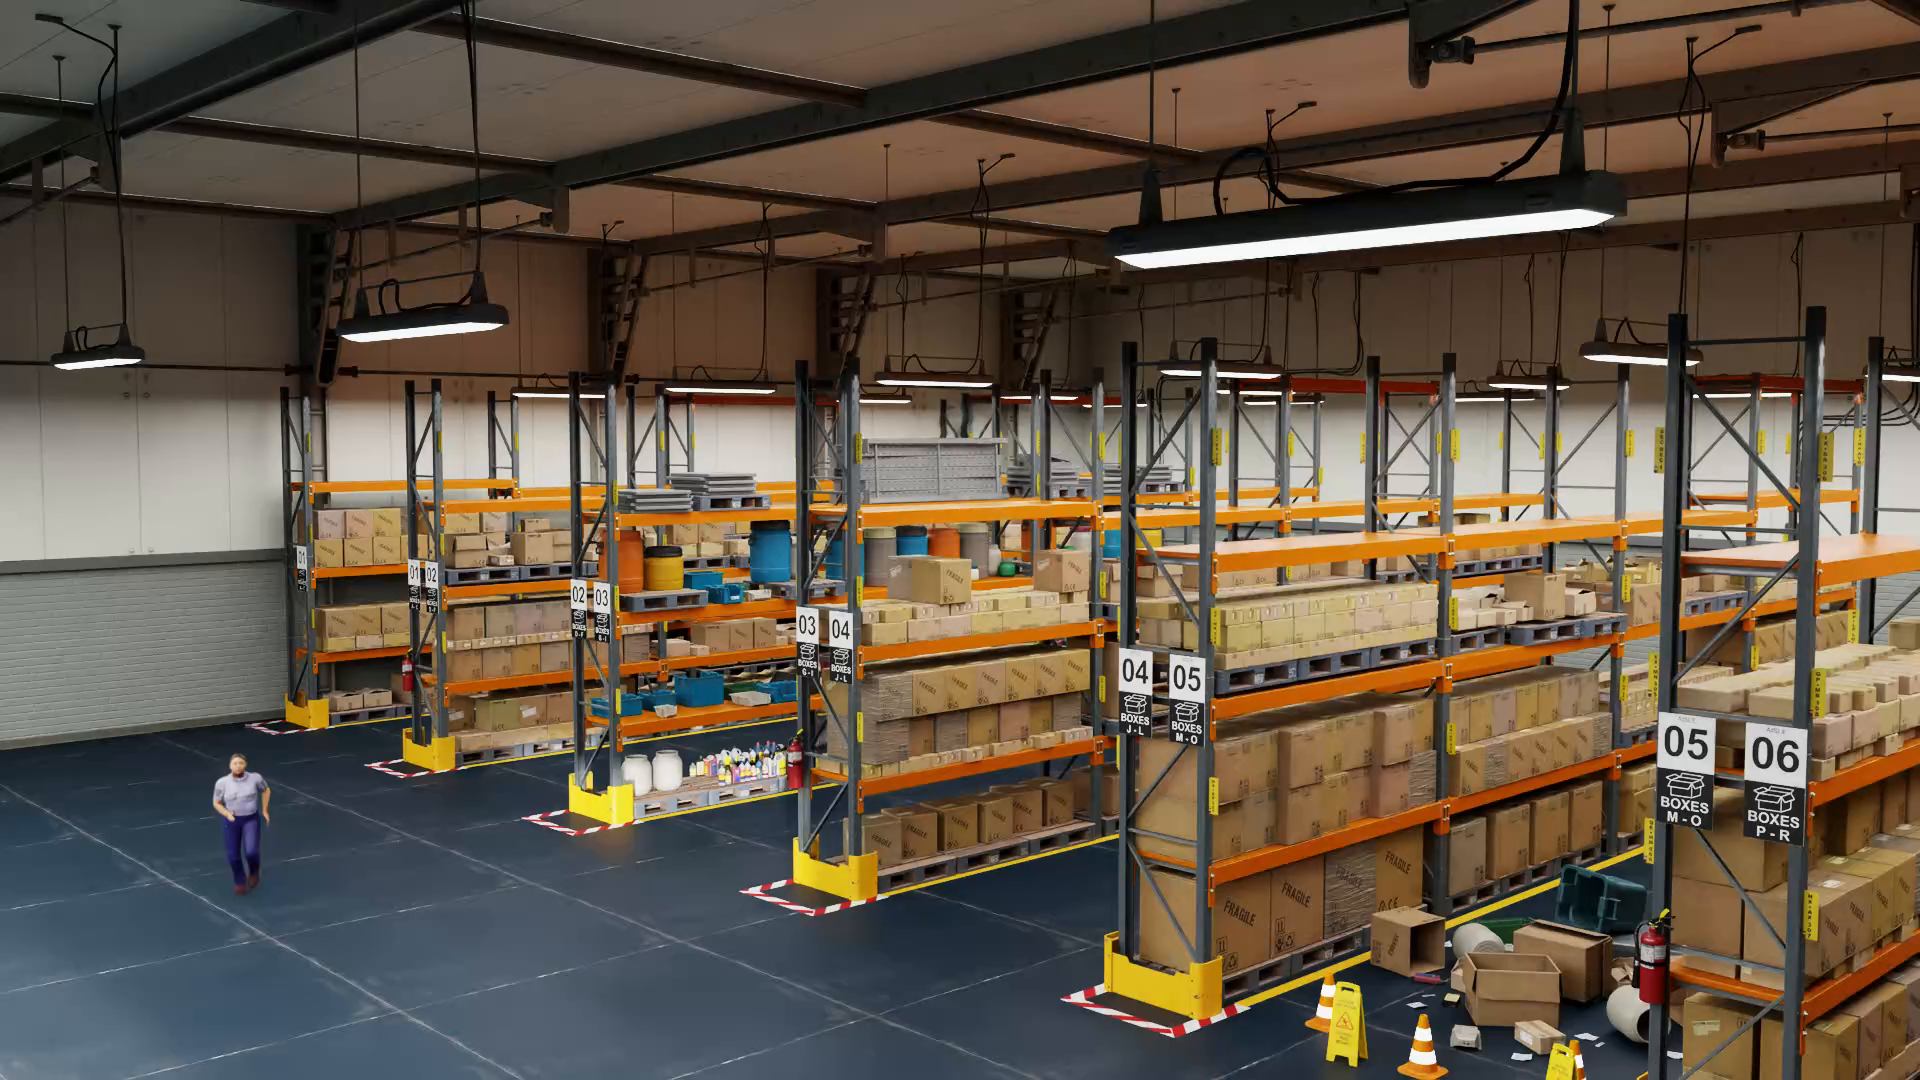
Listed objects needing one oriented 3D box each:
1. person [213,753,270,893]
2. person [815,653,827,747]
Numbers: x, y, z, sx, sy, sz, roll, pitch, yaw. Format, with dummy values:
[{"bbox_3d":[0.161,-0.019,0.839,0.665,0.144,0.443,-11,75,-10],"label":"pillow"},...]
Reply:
[{"bbox_3d":[-8.012,3.176,18.559,0.585,1.585,0.657,-1,4,-22],"label":"person"},{"bbox_3d":[-2.401,2.546,27.325,0.592,1.732,0.645,-3,5,-44],"label":"person"}]
